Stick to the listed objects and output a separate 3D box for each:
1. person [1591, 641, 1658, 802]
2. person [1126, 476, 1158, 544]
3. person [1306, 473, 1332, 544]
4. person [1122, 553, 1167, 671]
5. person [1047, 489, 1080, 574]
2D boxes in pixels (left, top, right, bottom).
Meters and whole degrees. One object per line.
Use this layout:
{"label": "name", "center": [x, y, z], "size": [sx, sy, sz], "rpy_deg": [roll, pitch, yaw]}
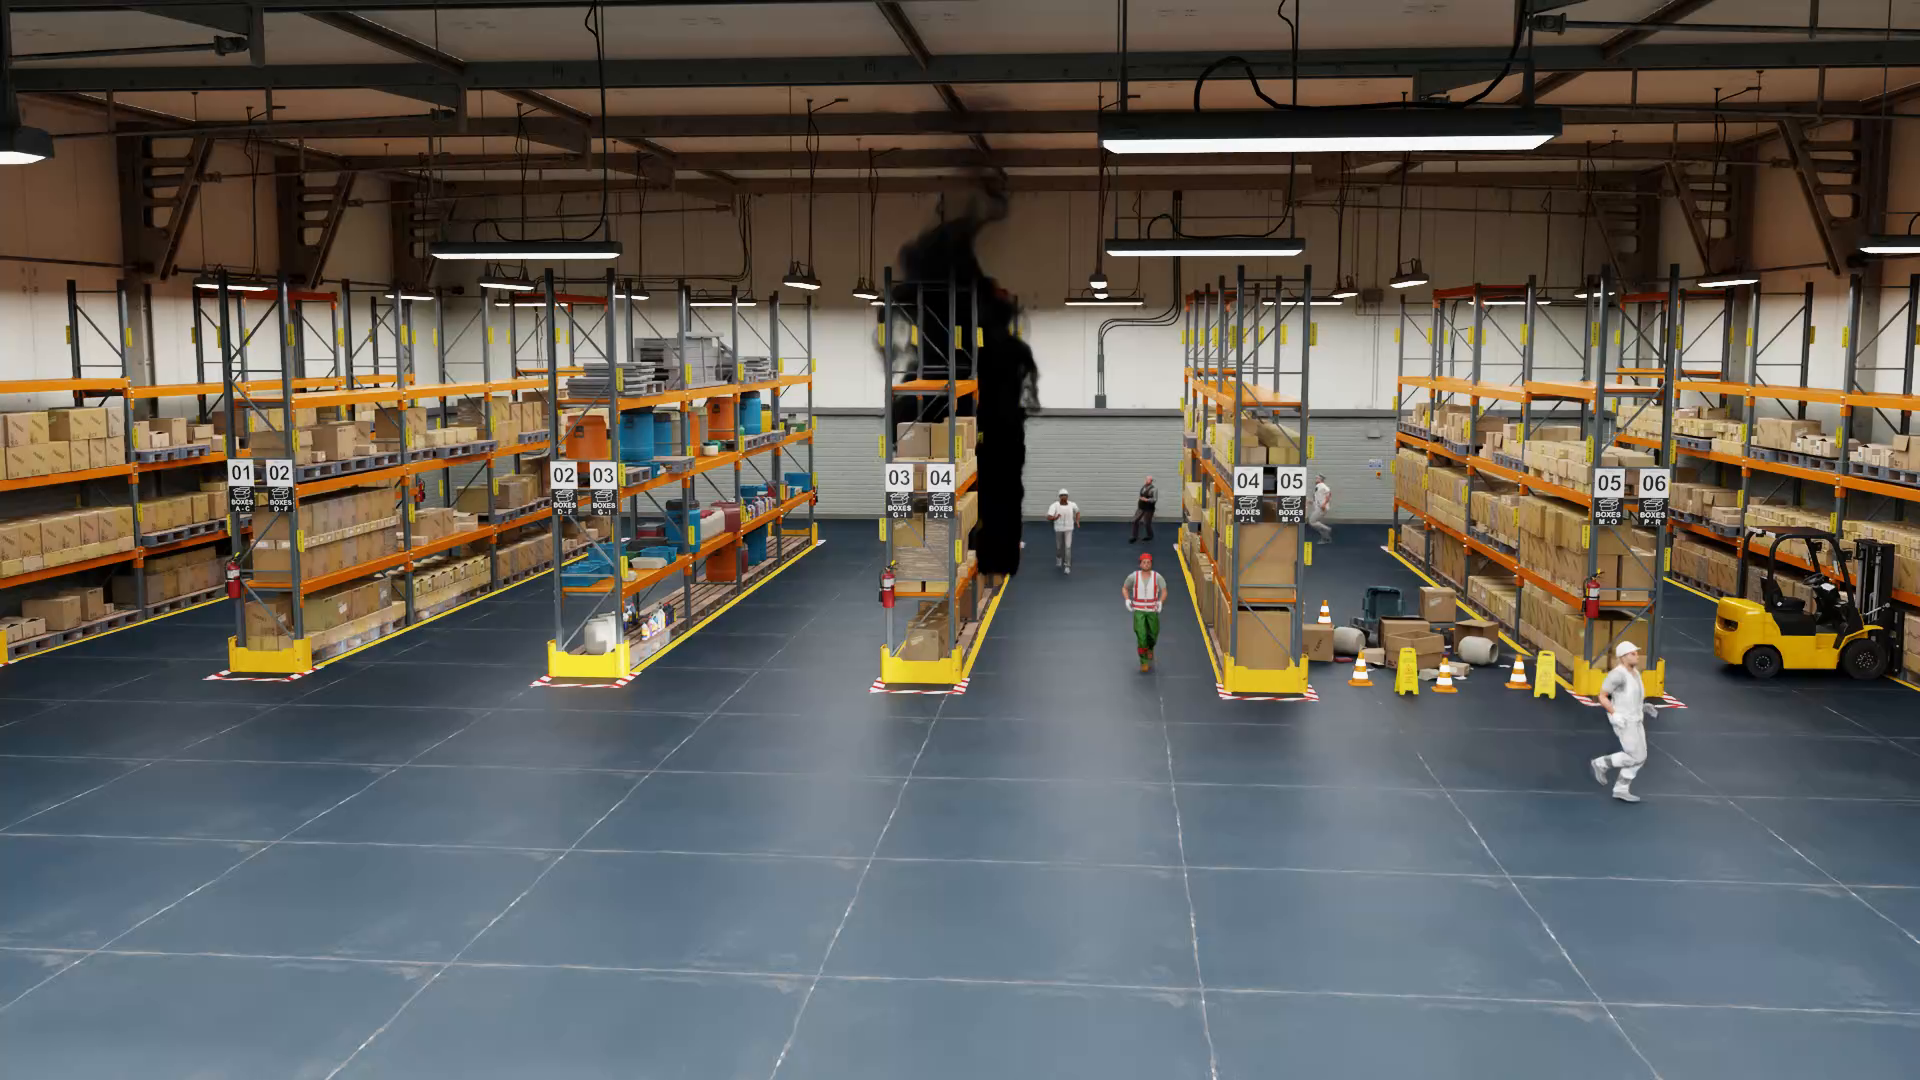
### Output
{"label": "person", "center": [7.210, 1.960, 18.039], "size": [0.658, 1.738, 0.601], "rpy_deg": [-6, 9, -43]}
{"label": "person", "center": [4.556, -0.729, 40.435], "size": [0.681, 1.703, 0.805], "rpy_deg": [-6, 9, -41]}
{"label": "person", "center": [8.735, -0.772, 40.505], "size": [0.675, 1.739, 0.701], "rpy_deg": [1, 7, 8]}
{"label": "person", "center": [2.796, 1.068, 25.249], "size": [0.683, 1.759, 0.695], "rpy_deg": [0, 7, 2]}
{"label": "person", "center": [2.215, -0.213, 35.527], "size": [0.703, 1.758, 0.983], "rpy_deg": [0, 7, 2]}
